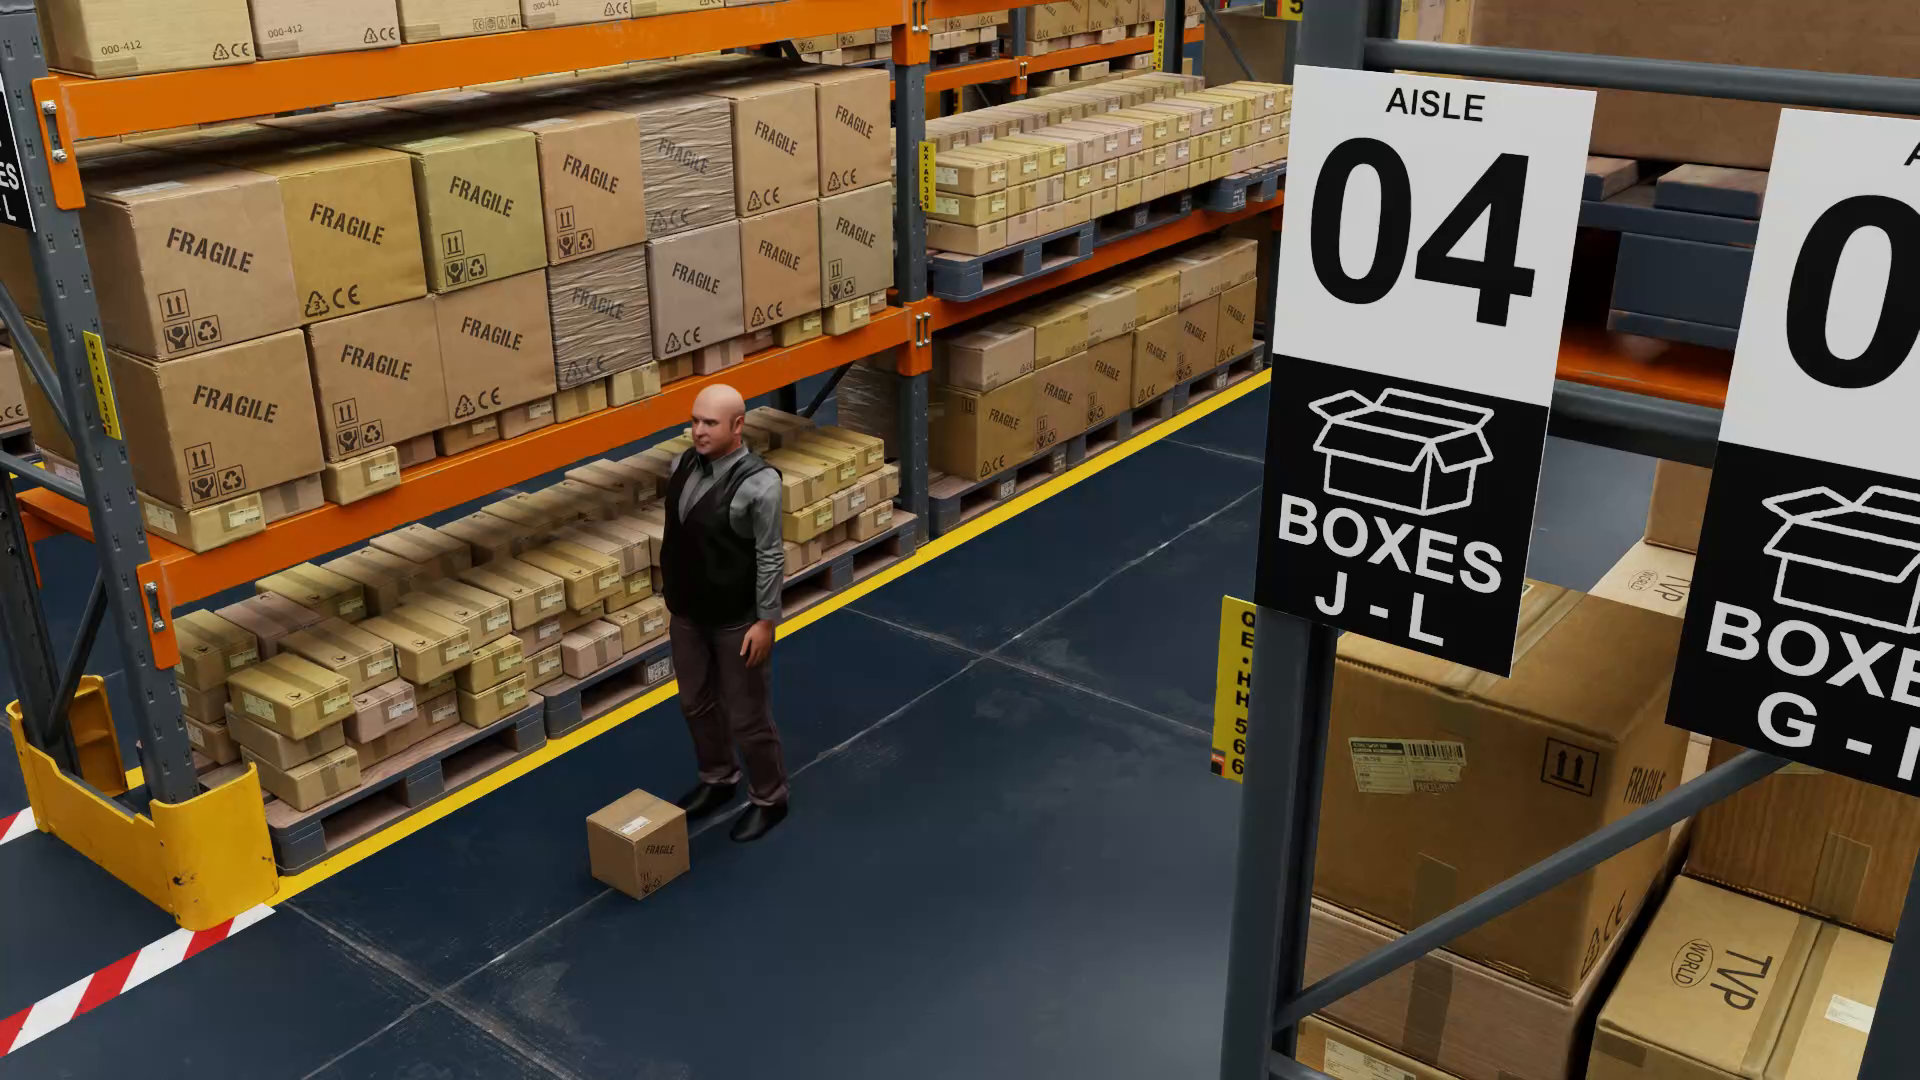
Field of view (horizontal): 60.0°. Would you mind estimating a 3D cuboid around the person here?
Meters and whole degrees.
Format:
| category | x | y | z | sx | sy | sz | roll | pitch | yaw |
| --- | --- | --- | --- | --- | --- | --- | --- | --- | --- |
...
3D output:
| category | x | y | z | sx | sy | sz | roll | pitch | yaw |
| --- | --- | --- | --- | --- | --- | --- | --- | --- | --- |
| person | -0.854 | 0.278 | 6.022 | 0.531 | 1.734 | 0.359 | 17 | 29 | 35 |
